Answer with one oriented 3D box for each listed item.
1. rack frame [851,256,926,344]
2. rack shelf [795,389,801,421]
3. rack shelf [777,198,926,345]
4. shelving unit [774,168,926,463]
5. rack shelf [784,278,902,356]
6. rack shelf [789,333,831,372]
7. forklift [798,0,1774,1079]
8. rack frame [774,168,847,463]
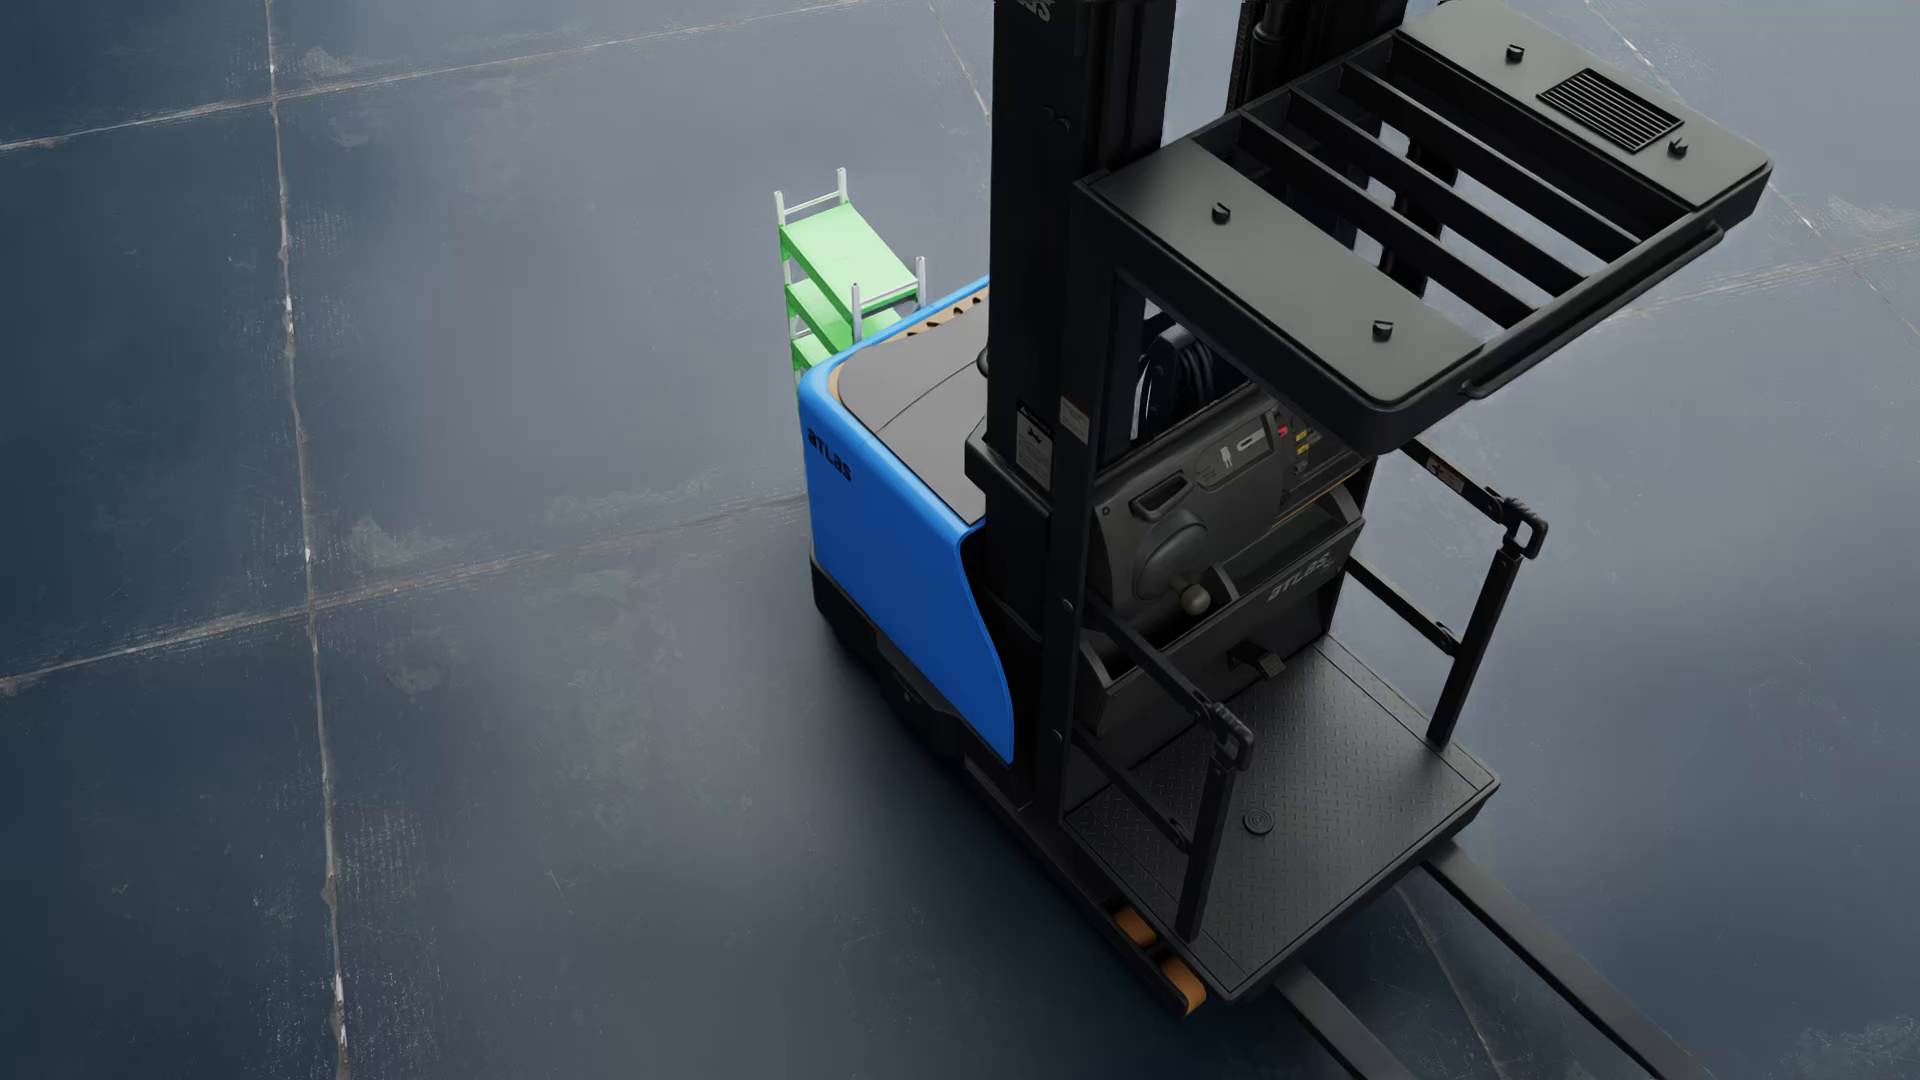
[{"bbox_3d":[-0.210,-0.396,5.299,0.240,1.200,0.015,-25,54,-19],"label":"rack frame"},{"bbox_3d":[-0.335,-0.360,5.666,0.258,0.148,0.480,-25,54,-19],"label":"rack shelf"},{"bbox_3d":[-0.335,-0.824,5.116,0.258,0.148,0.480,-25,54,-19],"label":"rack shelf"},{"bbox_3d":[-0.335,-0.556,5.434,0.258,1.200,0.503,-25,54,-19],"label":"shelving unit"},{"bbox_3d":[-0.335,-0.669,5.299,0.258,0.148,0.480,-25,54,-19],"label":"rack shelf"},{"bbox_3d":[-0.335,-0.515,5.483,0.258,0.148,0.480,-25,54,-19],"label":"rack shelf"},{"bbox_3d":[0.823,-0.065,3.888,1.130,2.935,3.031,-31,56,-23],"label":"forklift"},{"bbox_3d":[-0.461,-0.716,5.569,0.240,1.200,0.015,-25,54,-19],"label":"rack frame"}]
